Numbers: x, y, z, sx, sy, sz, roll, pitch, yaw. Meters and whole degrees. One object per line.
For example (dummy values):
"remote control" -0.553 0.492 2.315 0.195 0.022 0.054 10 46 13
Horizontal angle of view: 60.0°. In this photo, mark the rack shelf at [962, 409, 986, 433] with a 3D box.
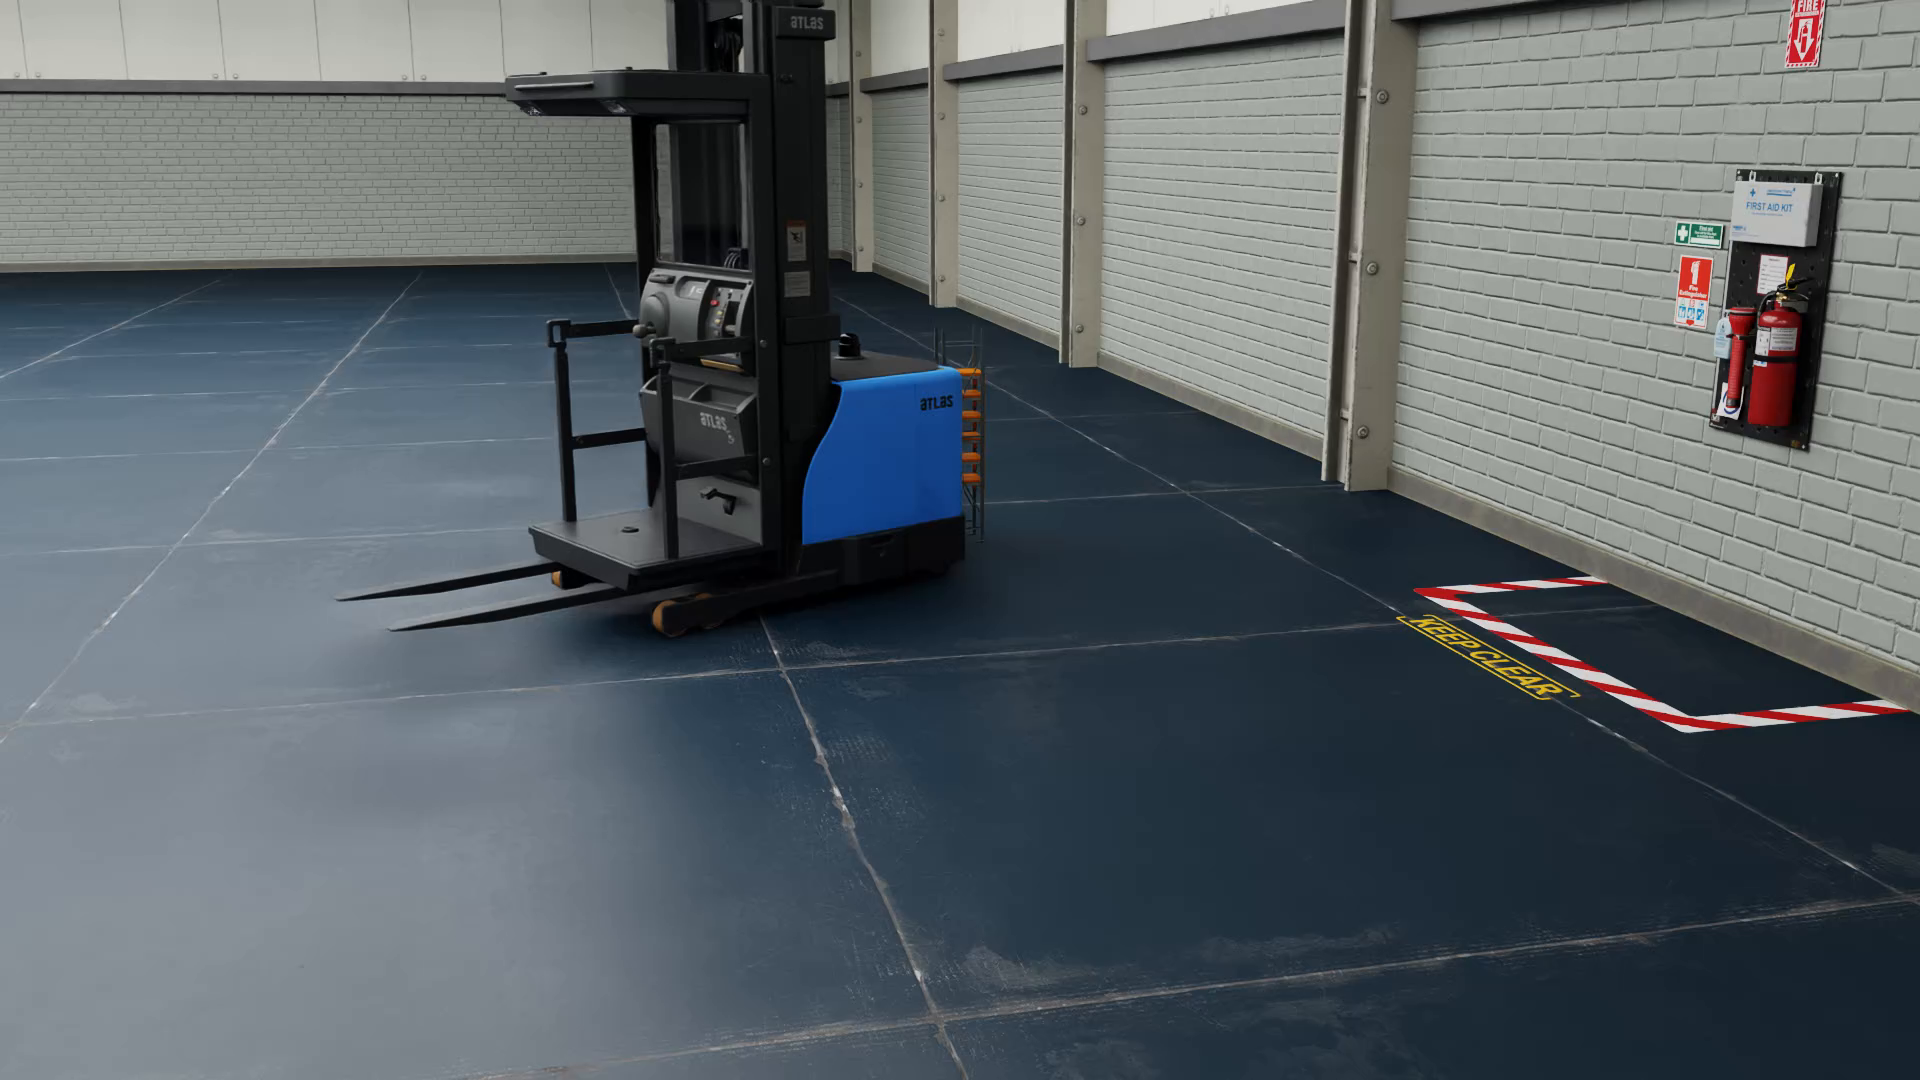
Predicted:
"rack shelf" -0.003 -0.660 9.280 0.258 0.103 0.180 -3 14 -13

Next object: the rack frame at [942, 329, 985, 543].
"rack frame" 0.018 -0.565 9.212 0.240 1.200 0.006 -3 14 -13

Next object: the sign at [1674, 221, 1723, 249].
"sign" 3.431 -1.421 7.729 0.001 0.109 0.331 -3 14 -13

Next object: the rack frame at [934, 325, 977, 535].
"rack frame" -0.025 -0.607 9.385 0.240 1.200 0.006 -3 14 -13

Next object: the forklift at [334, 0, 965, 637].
"forklift" -1.428 -1.121 7.840 3.031 2.935 1.130 -11 18 -39

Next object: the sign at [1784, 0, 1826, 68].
"sign" 3.564 -2.148 7.012 0.001 0.298 0.199 -3 14 -13

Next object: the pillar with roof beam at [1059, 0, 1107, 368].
"pillar with roof beam" -2.991 -5.884 14.552 9.100 9.000 0.400 -3 14 -13

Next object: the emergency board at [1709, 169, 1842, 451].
"emergency board" 3.469 -1.014 7.257 0.194 1.169 0.643 -3 14 -13

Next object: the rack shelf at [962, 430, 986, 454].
"rack shelf" -0.003 -0.543 9.309 0.258 0.103 0.180 -3 14 -13

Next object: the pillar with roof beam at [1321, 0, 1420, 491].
"pillar with roof beam" -1.582 -4.500 8.886 9.100 9.000 0.400 -3 14 -13

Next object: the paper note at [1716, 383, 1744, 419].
"paper note" 3.494 -0.631 7.545 0.016 0.148 0.142 -3 14 -13

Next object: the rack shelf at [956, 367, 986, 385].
"rack shelf" -0.003 -0.893 9.223 0.258 0.103 0.180 -3 14 -13

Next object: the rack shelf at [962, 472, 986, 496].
"rack shelf" -0.003 -0.310 9.366 0.258 0.103 0.180 -3 14 -13

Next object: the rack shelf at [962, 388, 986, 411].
"rack shelf" -0.003 -0.776 9.252 0.258 0.103 0.180 -3 14 -13

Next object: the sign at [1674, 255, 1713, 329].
"sign" 3.439 -1.165 7.799 0.001 0.329 0.234 -3 14 -13

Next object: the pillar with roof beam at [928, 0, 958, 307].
"pillar with roof beam" -4.400 -7.269 20.217 9.100 9.000 0.400 -3 14 -13

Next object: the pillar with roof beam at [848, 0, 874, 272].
"pillar with roof beam" -5.809 -8.653 25.883 9.100 9.000 0.400 -3 14 -13

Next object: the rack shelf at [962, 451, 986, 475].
"rack shelf" -0.003 -0.426 9.337 0.258 0.103 0.180 -3 14 -13

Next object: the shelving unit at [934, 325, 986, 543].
"shelving unit" -0.003 -0.586 9.298 0.258 1.200 0.189 -3 14 -13
